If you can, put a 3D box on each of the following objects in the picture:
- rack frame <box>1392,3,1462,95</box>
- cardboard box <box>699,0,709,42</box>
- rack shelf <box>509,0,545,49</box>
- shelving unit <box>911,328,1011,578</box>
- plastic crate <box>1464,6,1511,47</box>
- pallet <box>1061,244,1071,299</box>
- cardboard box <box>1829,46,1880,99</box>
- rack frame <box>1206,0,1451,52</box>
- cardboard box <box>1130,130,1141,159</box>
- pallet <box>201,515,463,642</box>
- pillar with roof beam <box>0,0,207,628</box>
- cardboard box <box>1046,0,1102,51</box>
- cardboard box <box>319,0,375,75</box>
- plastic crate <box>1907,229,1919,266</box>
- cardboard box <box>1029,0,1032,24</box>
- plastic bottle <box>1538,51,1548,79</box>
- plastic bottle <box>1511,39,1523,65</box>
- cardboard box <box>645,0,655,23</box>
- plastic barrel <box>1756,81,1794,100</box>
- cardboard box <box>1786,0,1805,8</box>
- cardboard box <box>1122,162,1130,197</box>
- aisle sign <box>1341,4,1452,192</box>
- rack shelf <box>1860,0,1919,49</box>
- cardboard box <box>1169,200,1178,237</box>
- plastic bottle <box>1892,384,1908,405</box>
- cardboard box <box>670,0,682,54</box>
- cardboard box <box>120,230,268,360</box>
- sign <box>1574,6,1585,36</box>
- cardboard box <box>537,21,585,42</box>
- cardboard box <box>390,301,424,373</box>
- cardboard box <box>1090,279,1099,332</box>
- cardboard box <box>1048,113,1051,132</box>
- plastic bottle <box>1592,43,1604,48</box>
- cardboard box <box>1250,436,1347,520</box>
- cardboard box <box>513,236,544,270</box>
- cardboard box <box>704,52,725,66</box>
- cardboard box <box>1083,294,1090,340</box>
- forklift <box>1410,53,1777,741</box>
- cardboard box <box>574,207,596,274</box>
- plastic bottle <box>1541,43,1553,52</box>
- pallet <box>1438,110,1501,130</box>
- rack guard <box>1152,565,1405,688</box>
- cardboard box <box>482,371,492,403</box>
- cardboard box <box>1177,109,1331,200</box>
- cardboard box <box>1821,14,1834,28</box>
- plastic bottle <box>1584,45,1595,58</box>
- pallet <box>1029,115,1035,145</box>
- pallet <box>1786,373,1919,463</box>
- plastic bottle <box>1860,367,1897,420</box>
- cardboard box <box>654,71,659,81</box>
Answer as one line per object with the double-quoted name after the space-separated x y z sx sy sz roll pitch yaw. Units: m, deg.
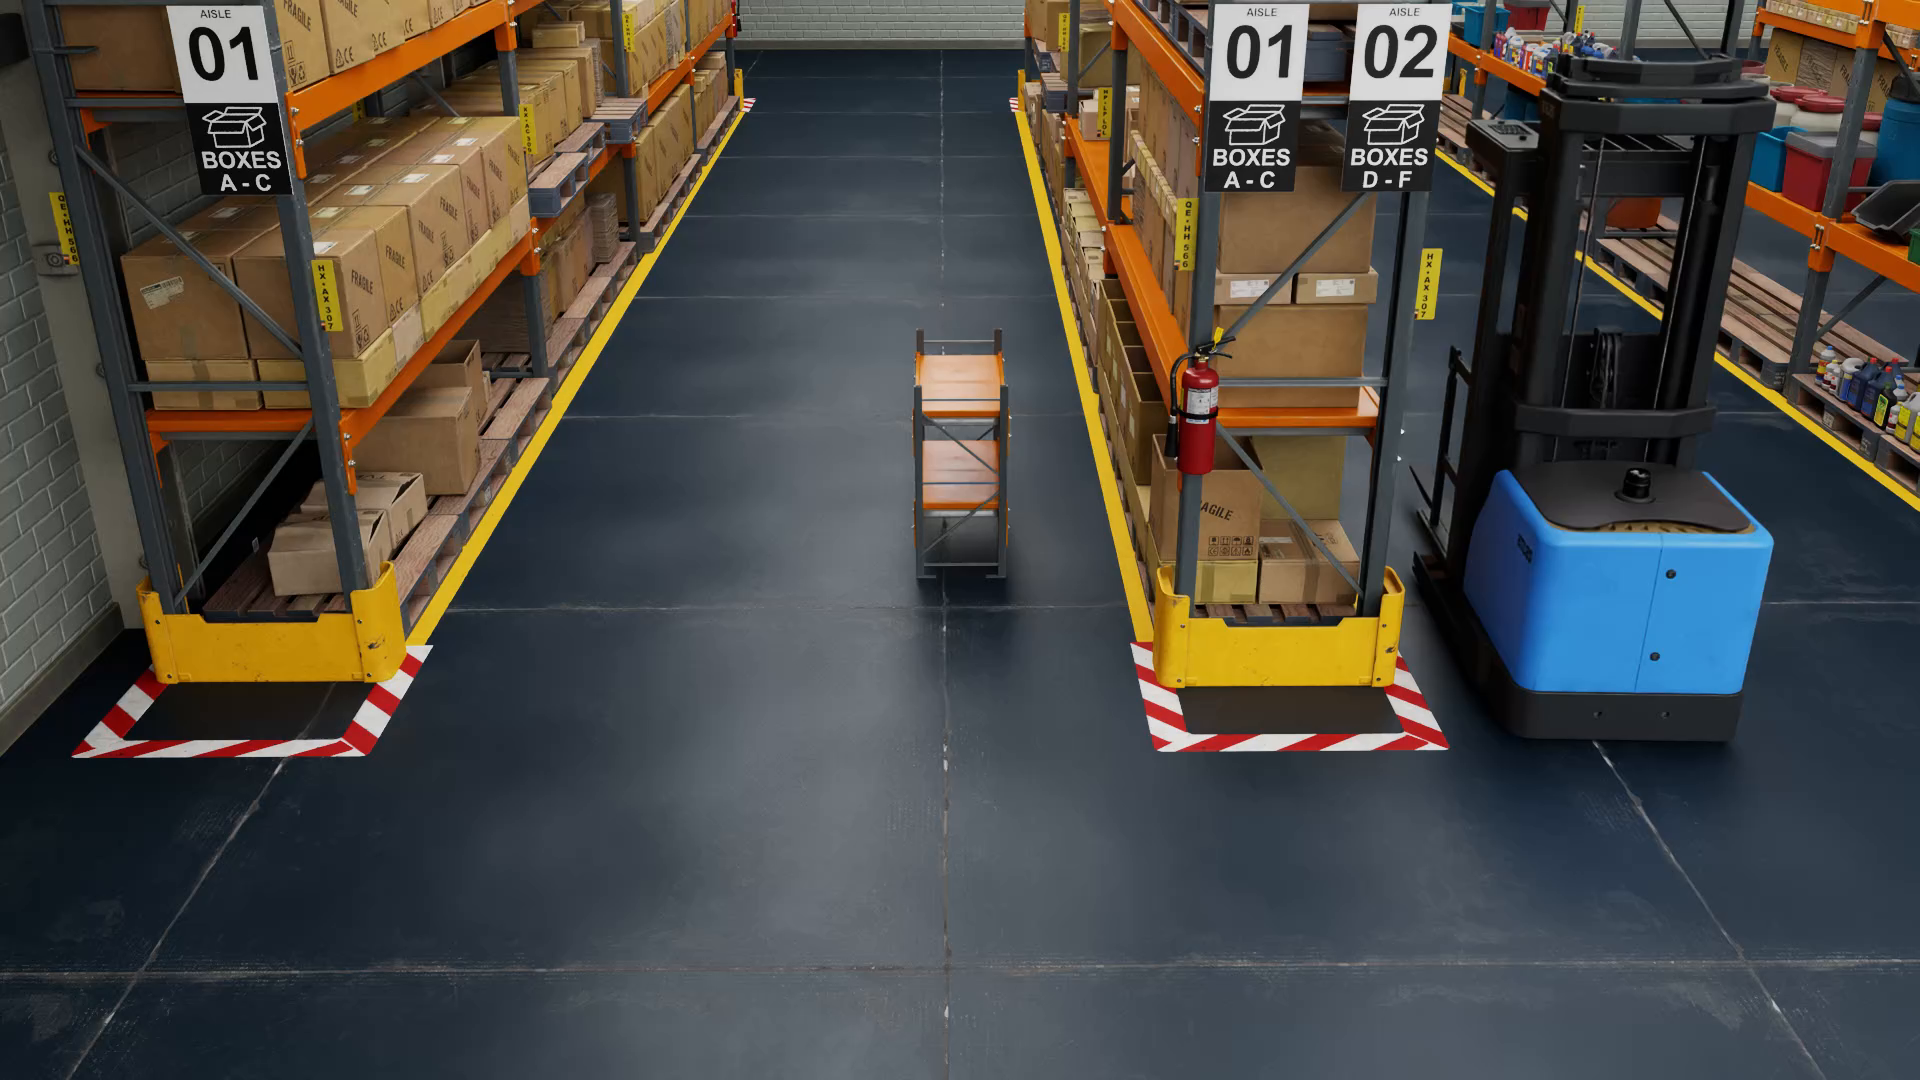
6.336 -7.339 22.338 1.000 3.000 0.127 0 24 -1 "rack frame"
-3.519 -6.308 19.693 0.980 0.700 0.700 -1 24 -2 "cardboard box"
-3.461 -4.213 12.658 1.077 0.370 4.000 0 24 -1 "rack shelf"
0.000 -0.515 9.524 0.538 1.125 1.048 0 24 -1 "shelving unit"
6.034 -5.902 19.106 0.392 0.384 0.575 0 24 -1 "plastic crate"
1.440 -2.412 14.827 1.003 0.211 1.213 0 24 -1 "pallet"
11.395 -5.580 20.516 0.875 0.875 0.875 0 24 -1 "cardboard box"
1.558 -3.459 6.478 1.000 3.000 0.127 0 24 -1 "rack frame"
1.323 -2.603 10.958 0.380 0.149 0.250 0 24 -1 "cardboard box"
-3.370 0.202 9.046 1.003 0.211 1.213 0 24 -1 "pallet"
0.036 -3.739 7.098 9.100 9.000 0.400 0 24 -1 "pillar with roof beam"
1.279 -5.428 17.481 0.700 0.500 0.500 4 25 8 "cardboard box"
-3.120 -2.484 7.816 0.500 0.500 0.500 1 24 3 "cardboard box"
6.200 -1.737 10.209 0.450 0.188 0.662 0 24 -1 "plastic crate"
1.138 -6.761 20.937 0.500 0.500 0.500 0 24 -1 "cardboard box"
5.991 -4.875 17.045 0.097 0.271 0.097 0 24 0 "plastic bottle"
5.982 -5.241 17.855 0.097 0.271 0.097 0 24 0 "plastic bottle"
-3.246 -5.146 16.071 0.500 0.250 0.500 0 24 0 "cardboard box"
6.653 -3.497 13.707 0.421 0.512 0.421 0 24 0 "plastic barrel"
11.036 -7.016 21.443 0.500 0.250 0.500 -1 24 -1 "cardboard box"
1.321 -2.674 12.186 0.396 0.266 0.258 -1 24 -2 "cardboard box"
1.864 -1.884 7.122 0.394 0.787 0.004 0 24 -1 "aisle sign"
6.489 -2.609 9.113 1.077 0.370 4.000 0 24 -1 "rack shelf"
1.347 -1.757 9.086 0.380 0.149 0.250 0 24 1 "cardboard box"
6.102 -0.879 10.831 0.097 0.271 0.097 0 24 0 "plastic bottle"
-3.254 -5.438 17.626 0.500 0.500 0.500 0 24 0 "cardboard box"
-3.614 -1.178 7.961 0.500 0.500 0.500 -1 24 -1 "cardboard box"
6.930 -5.819 18.640 0.100 0.325 0.005 0 24 -1 "sign"
-3.449 -4.398 14.392 0.380 0.149 0.250 -3 25 -7 "cardboard box"
-3.104 -1.059 8.609 0.500 0.250 0.500 -1 24 -2 "cardboard box"
1.223 -1.734 12.089 0.500 0.311 0.500 0 24 -1 "cardboard box"
1.199 -4.461 17.563 0.500 0.250 0.500 0 24 0 "cardboard box"
6.717 -5.115 17.571 0.152 0.276 0.135 0 24 -1 "plastic bottle"
1.767 -0.434 8.986 0.500 0.500 0.500 0 24 -1 "cardboard box"
-3.472 -2.238 12.648 0.500 0.250 0.500 -1 24 -2 "cardboard box"
-3.279 -6.303 21.782 0.380 0.149 0.250 -1 24 -1 "cardboard box"
1.216 -1.690 12.675 0.500 0.250 0.500 -1 24 -1 "cardboard box"
3.075 -0.983 8.367 1.130 2.935 3.031 1 24 2 "forklift"
-3.534 -2.551 14.249 0.700 0.500 0.500 0 24 -1 "cardboard box"
6.166 -5.061 17.451 0.152 0.276 0.135 0 24 -1 "plastic bottle"
6.317 -5.227 21.052 1.003 0.211 1.213 0 24 -1 "pallet"
1.558 0.423 8.208 1.175 0.500 0.348 0 24 -1 "rack guard"
-3.404 -1.039 11.312 0.380 0.166 0.250 -3 25 -7 "cardboard box"
1.547 -2.001 8.839 0.700 0.500 0.500 0 24 0 "cardboard box"
10.981 -6.466 20.711 0.380 0.149 0.250 -1 24 -2 "cardboard box"
6.594 -5.050 17.431 0.097 0.271 0.097 0 24 0 "plastic bottle"
1.404 -5.187 20.962 1.003 0.211 1.213 0 24 -1 "pallet"
6.433 -0.847 11.367 1.003 0.211 1.213 0 24 -1 "pallet"
6.063 -0.976 10.948 0.144 0.351 0.185 -1 24 -3 "plastic bottle"
-3.279 -4.770 16.937 0.380 0.149 0.250 0 24 1 "cardboard box"
